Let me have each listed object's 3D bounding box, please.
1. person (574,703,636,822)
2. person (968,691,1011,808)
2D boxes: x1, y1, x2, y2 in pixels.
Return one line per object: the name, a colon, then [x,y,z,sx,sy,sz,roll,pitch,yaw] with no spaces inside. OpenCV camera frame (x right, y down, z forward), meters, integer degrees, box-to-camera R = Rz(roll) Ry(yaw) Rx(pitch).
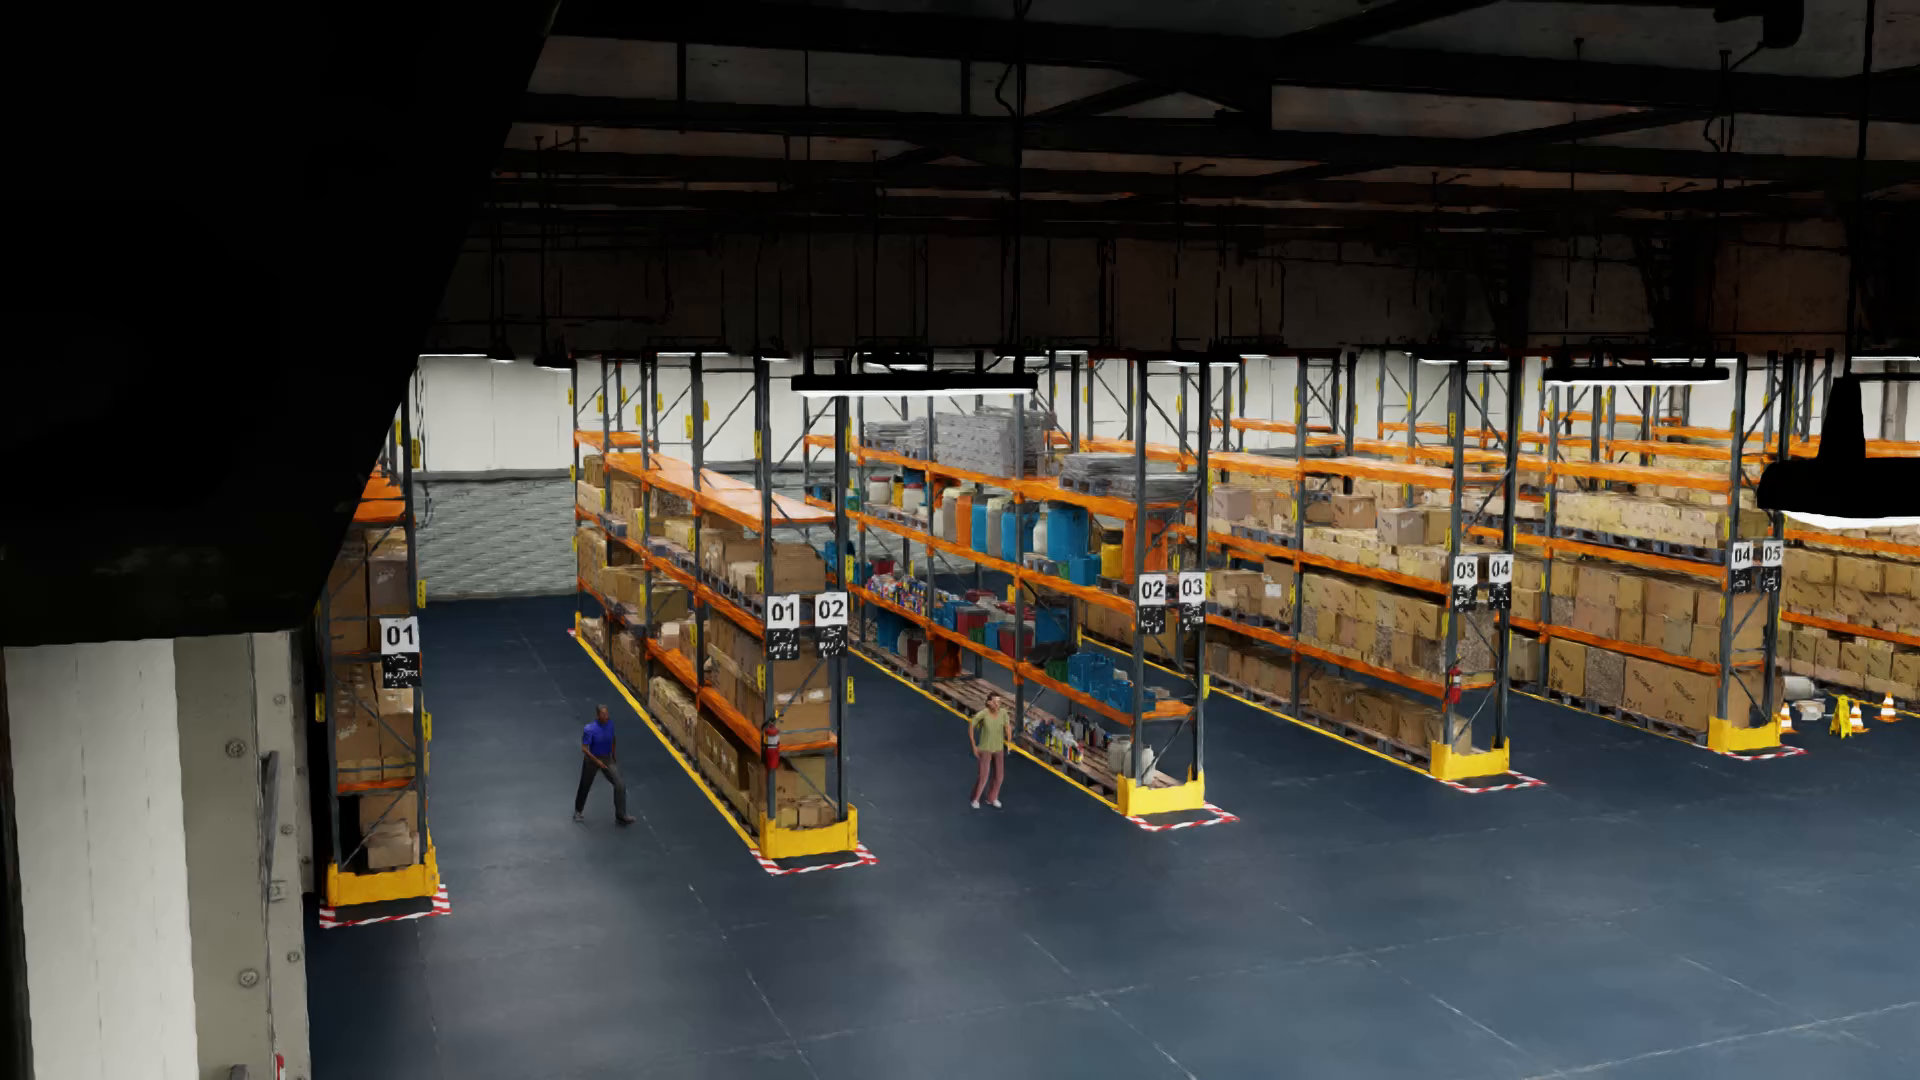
person: [-4.660,2.869,21.554,0.621,1.574,0.828,-5,9,-37]
person: [0.396,2.787,22.172,0.598,1.617,0.503,-3,8,-22]
